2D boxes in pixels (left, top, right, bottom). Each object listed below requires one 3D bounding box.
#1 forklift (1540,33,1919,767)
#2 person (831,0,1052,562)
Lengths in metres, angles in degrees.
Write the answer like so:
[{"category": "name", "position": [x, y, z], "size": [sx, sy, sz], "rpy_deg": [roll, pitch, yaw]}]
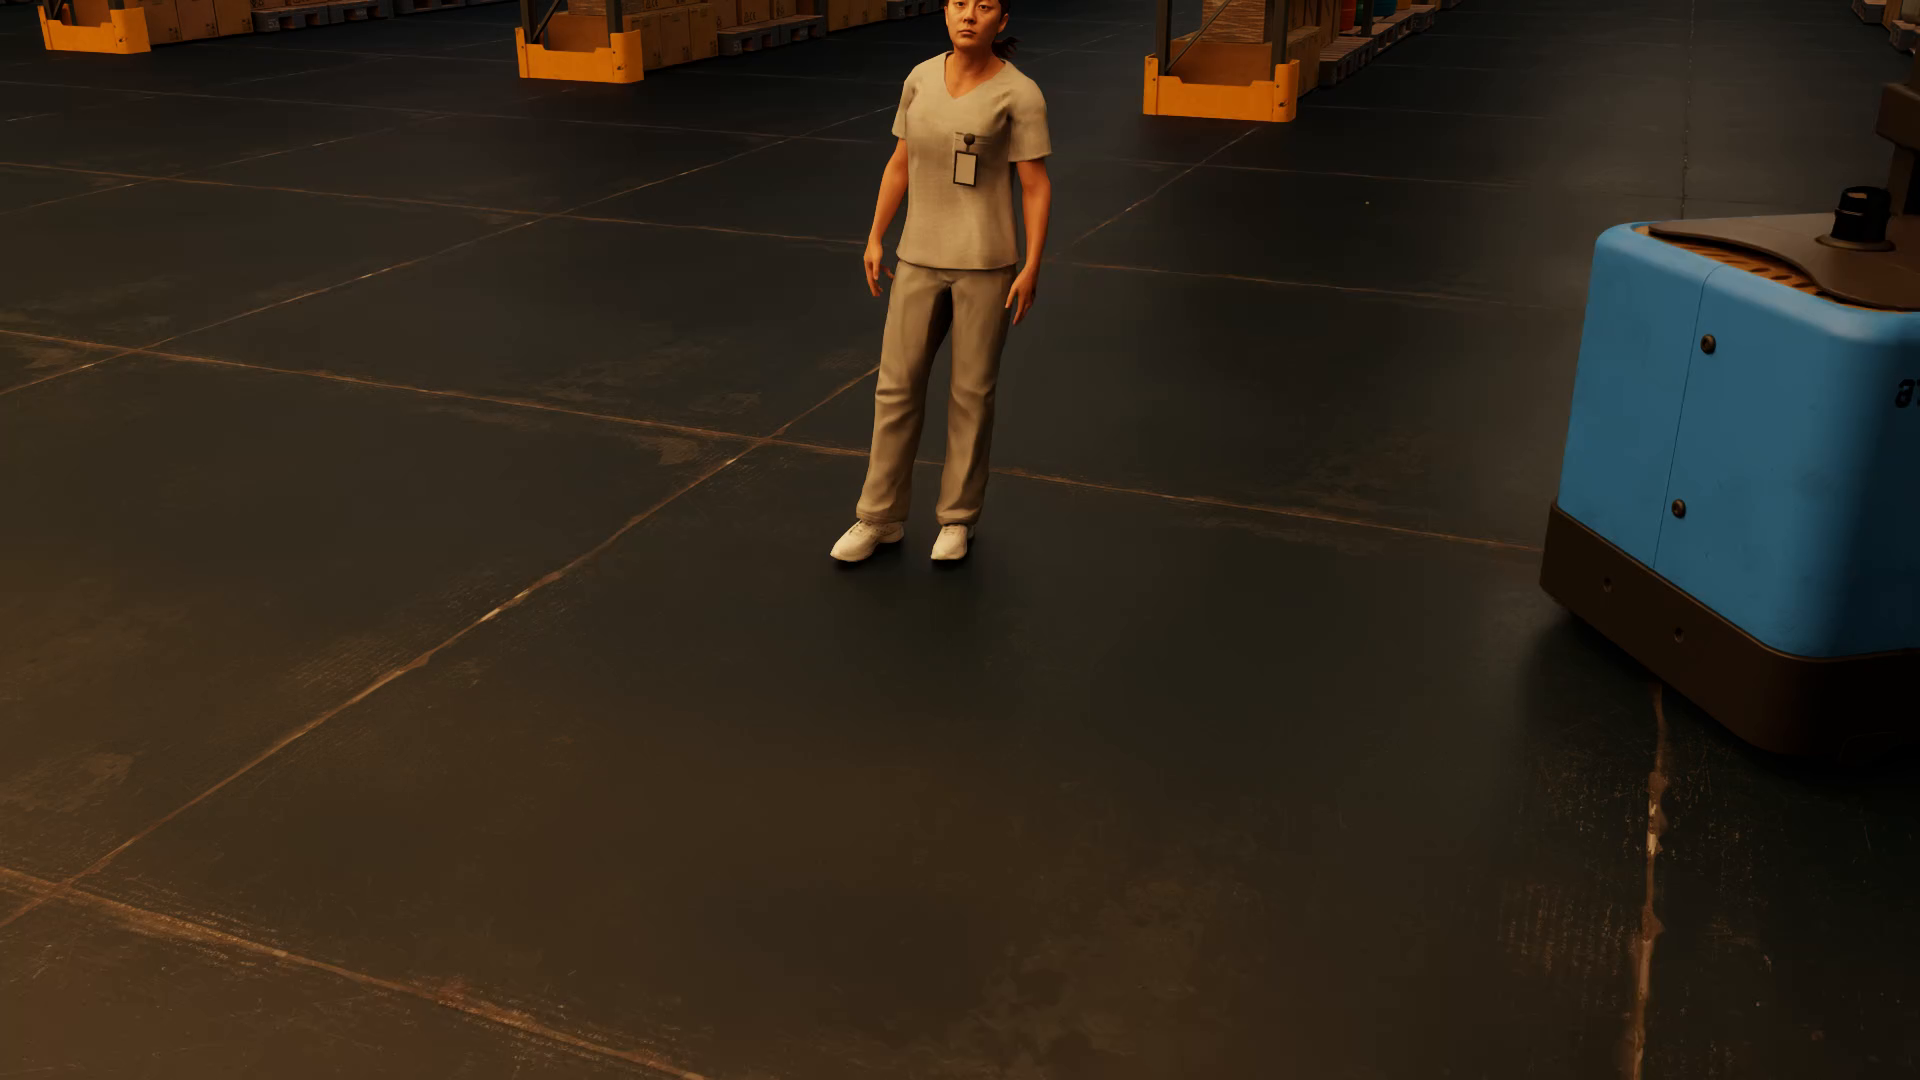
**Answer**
[{"category": "forklift", "position": [3.177, -1.115, 3.960], "size": [3.031, 2.935, 1.130], "rpy_deg": [-5, 23, -12]}, {"category": "person", "position": [-0.041, -0.756, 4.709], "size": [0.549, 1.673, 0.548], "rpy_deg": [9, 24, 21]}]
